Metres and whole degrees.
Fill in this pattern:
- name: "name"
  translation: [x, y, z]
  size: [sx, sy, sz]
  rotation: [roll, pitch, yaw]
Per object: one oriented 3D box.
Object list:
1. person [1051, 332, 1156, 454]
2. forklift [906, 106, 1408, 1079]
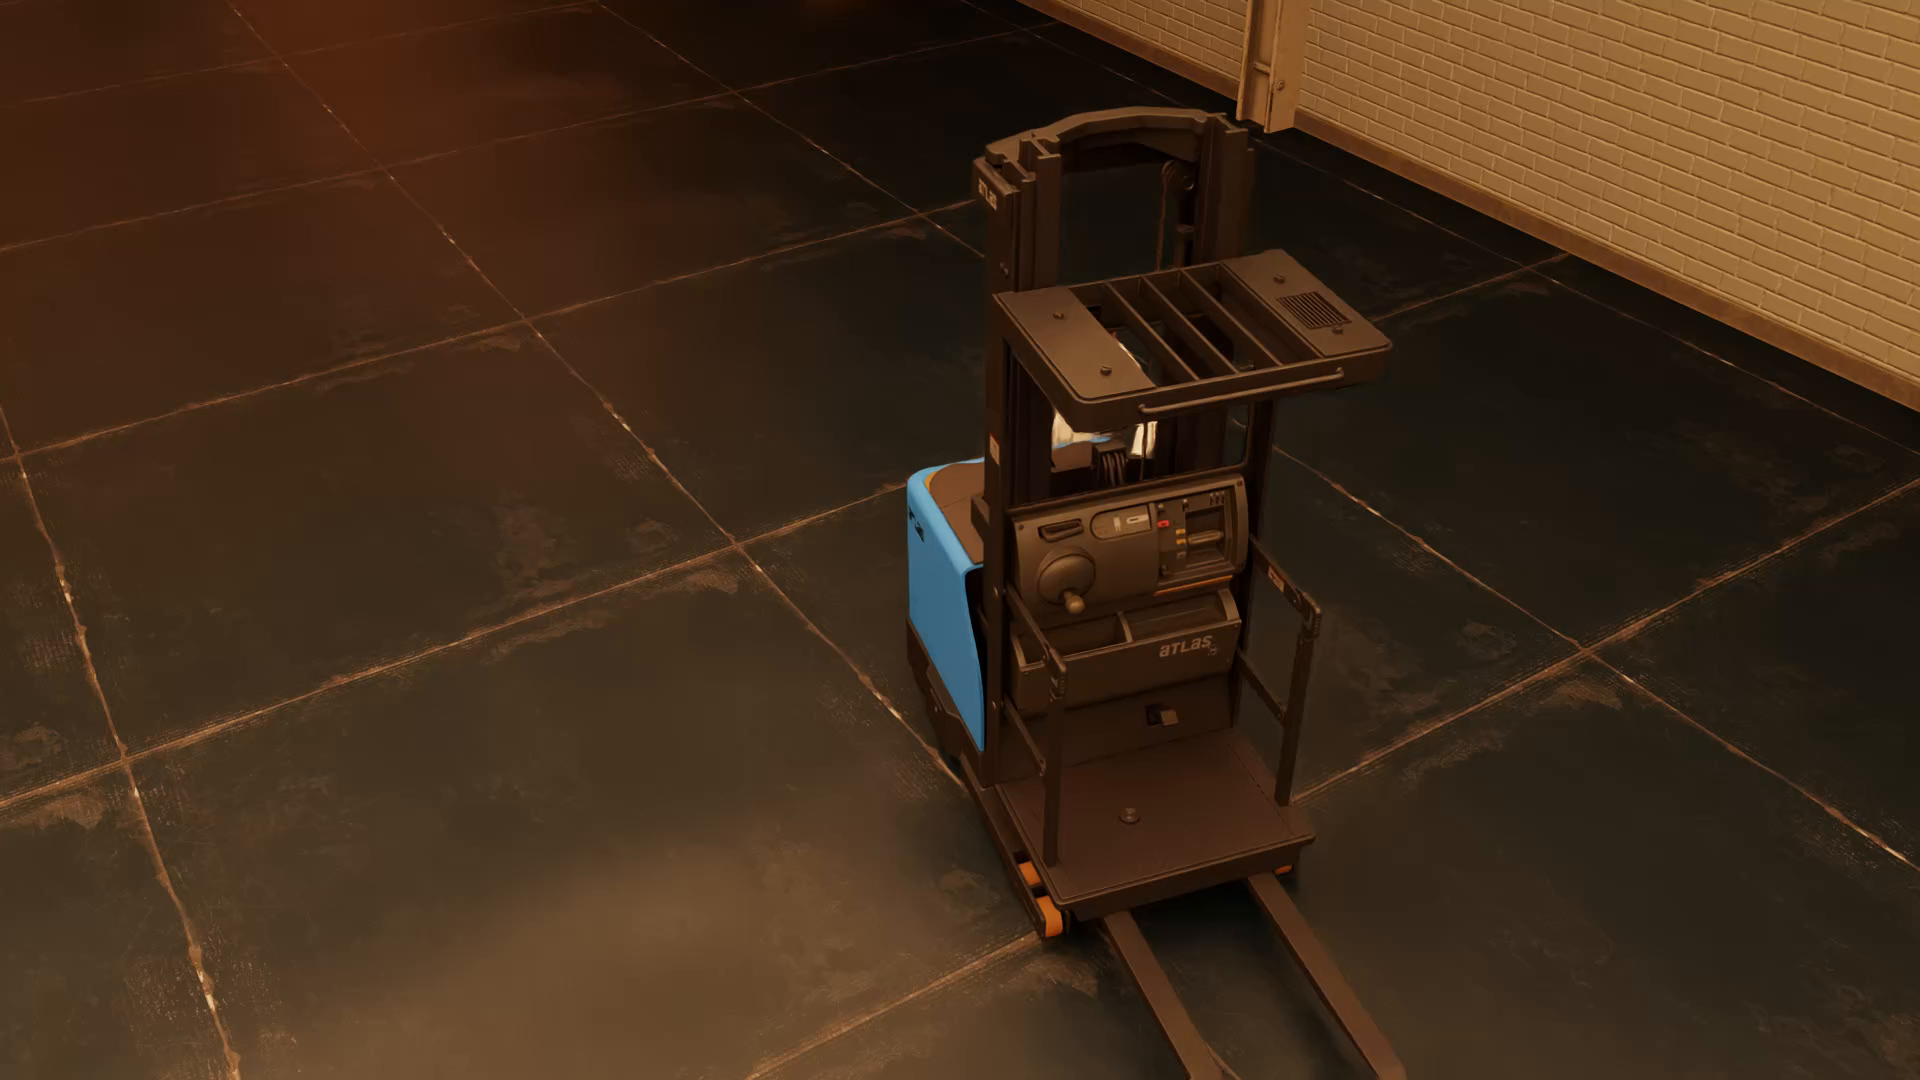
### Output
- name: "person"
  translation: [0.632, -0.457, 8.073]
  size: [0.899, 1.537, 0.779]
  rotation: [28, 44, 34]
- name: "forklift"
  translation: [0.717, 0.085, 6.027]
  size: [1.130, 2.935, 3.031]
  rotation: [-11, 37, -16]
